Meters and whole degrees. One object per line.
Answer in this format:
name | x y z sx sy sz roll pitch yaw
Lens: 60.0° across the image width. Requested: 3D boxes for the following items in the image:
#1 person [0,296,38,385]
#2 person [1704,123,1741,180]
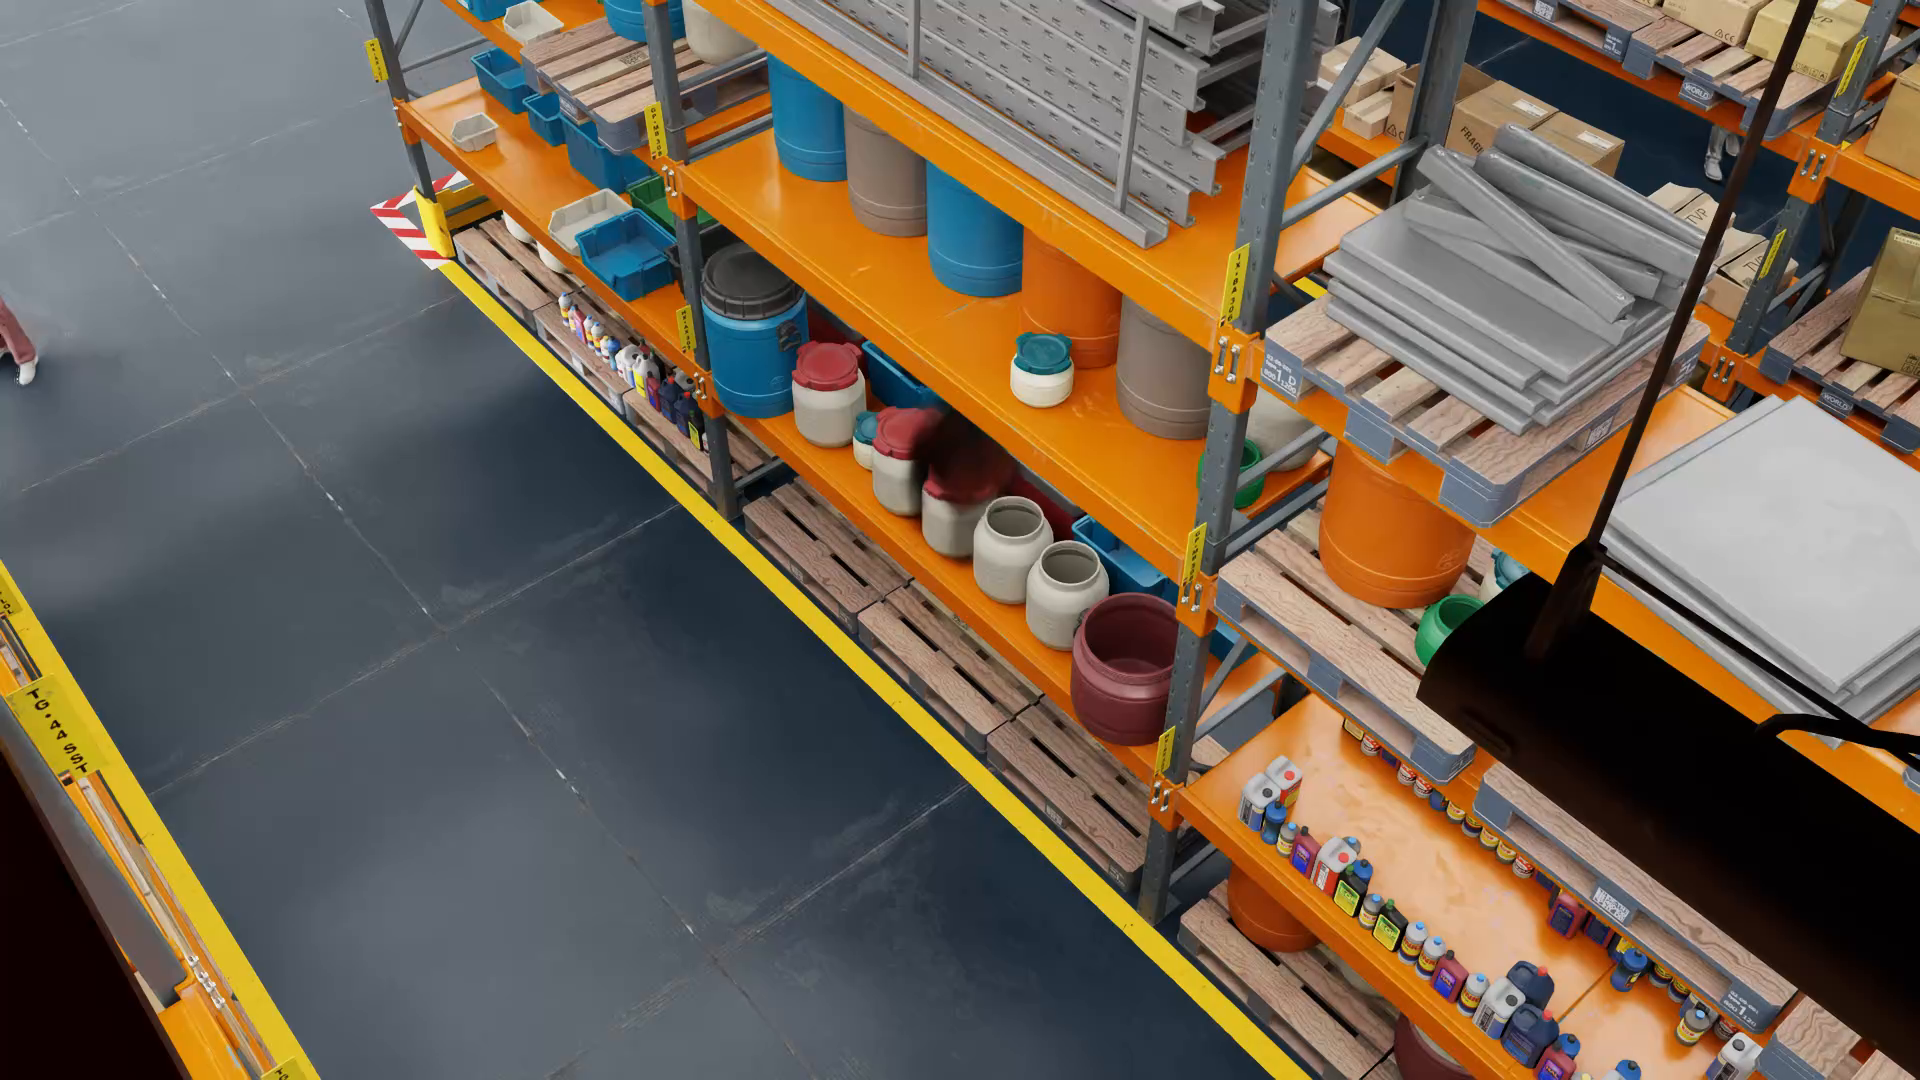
person | -7.017 -1.856 11.611 0.544 1.686 0.483 -2 47 -2
person | 6.385 -3.749 13.392 0.456 1.669 0.645 14 48 13
